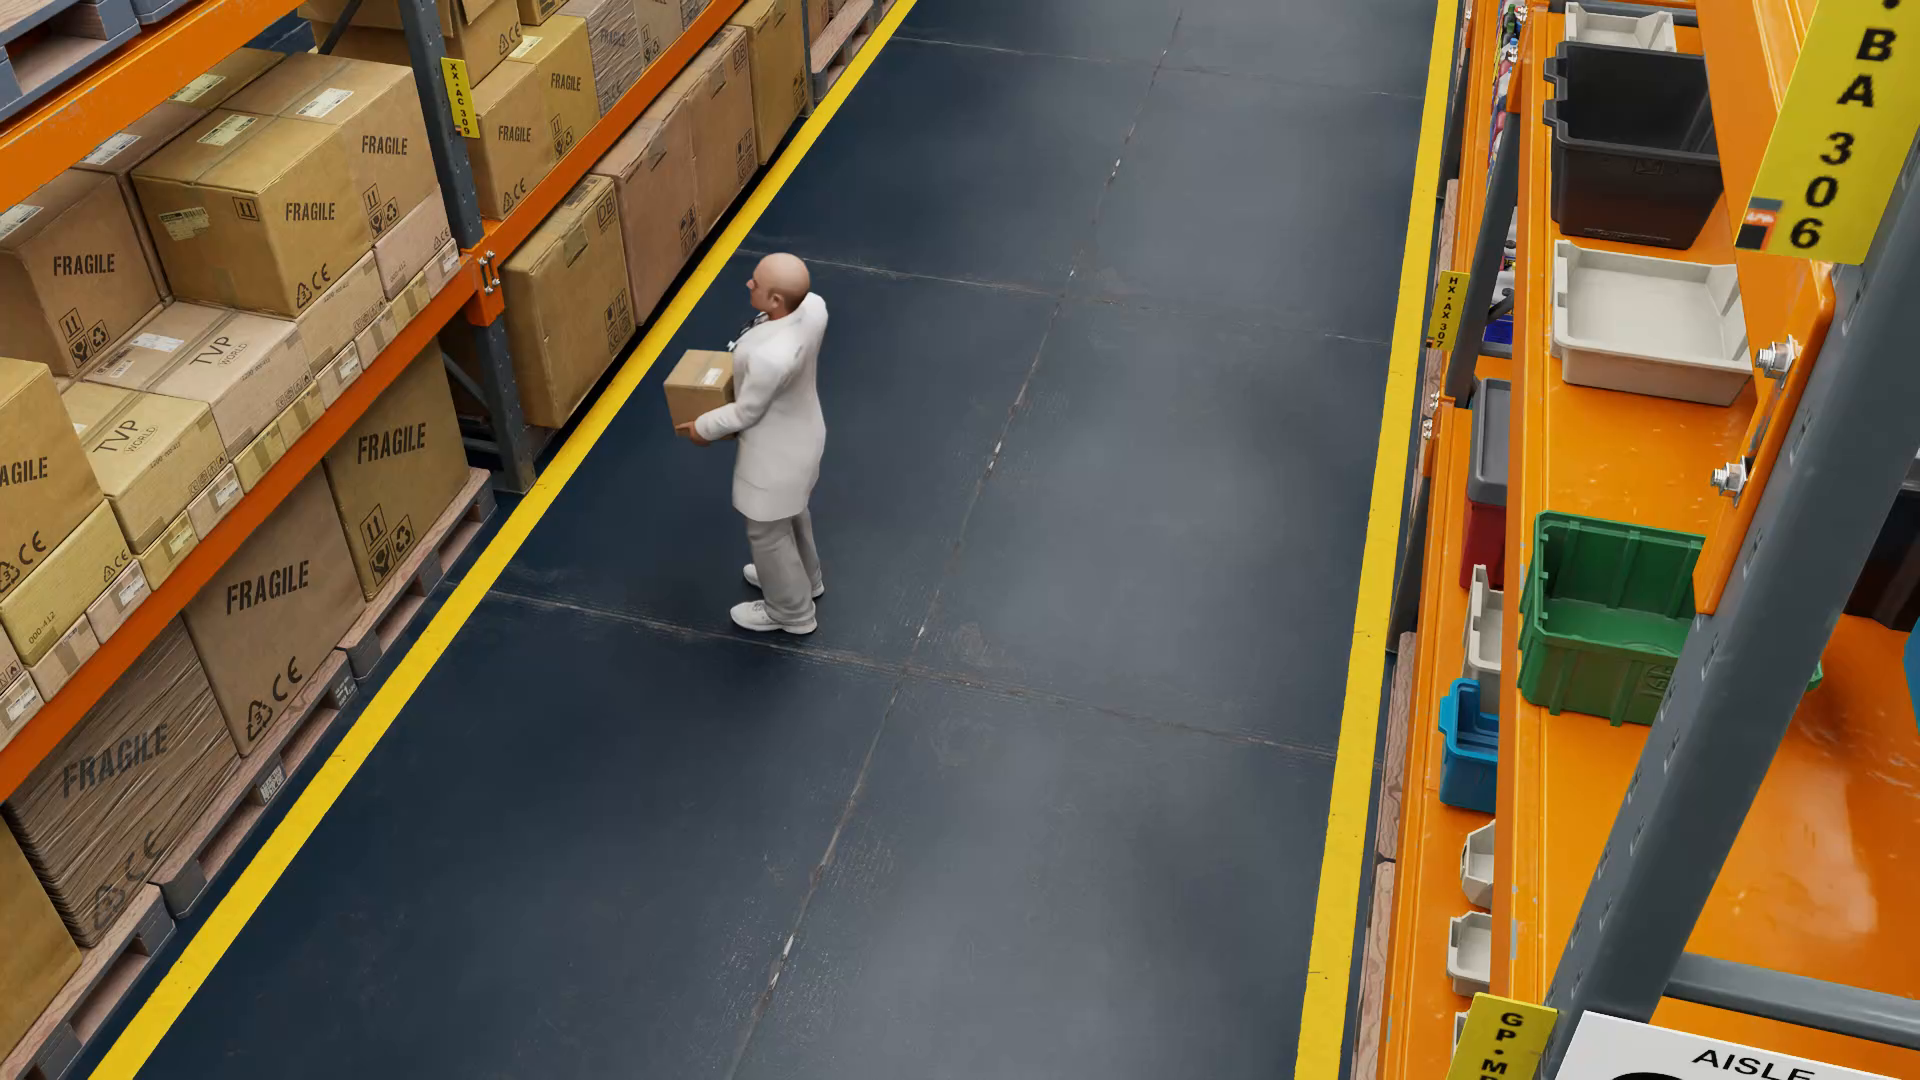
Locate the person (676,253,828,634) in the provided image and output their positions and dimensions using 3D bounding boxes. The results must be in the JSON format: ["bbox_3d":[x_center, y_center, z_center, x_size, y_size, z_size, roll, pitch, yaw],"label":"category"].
[{"bbox_3d":[-0.814,-0.394,6.635,0.561,1.769,0.526,10,41,11],"label":"person"}]
